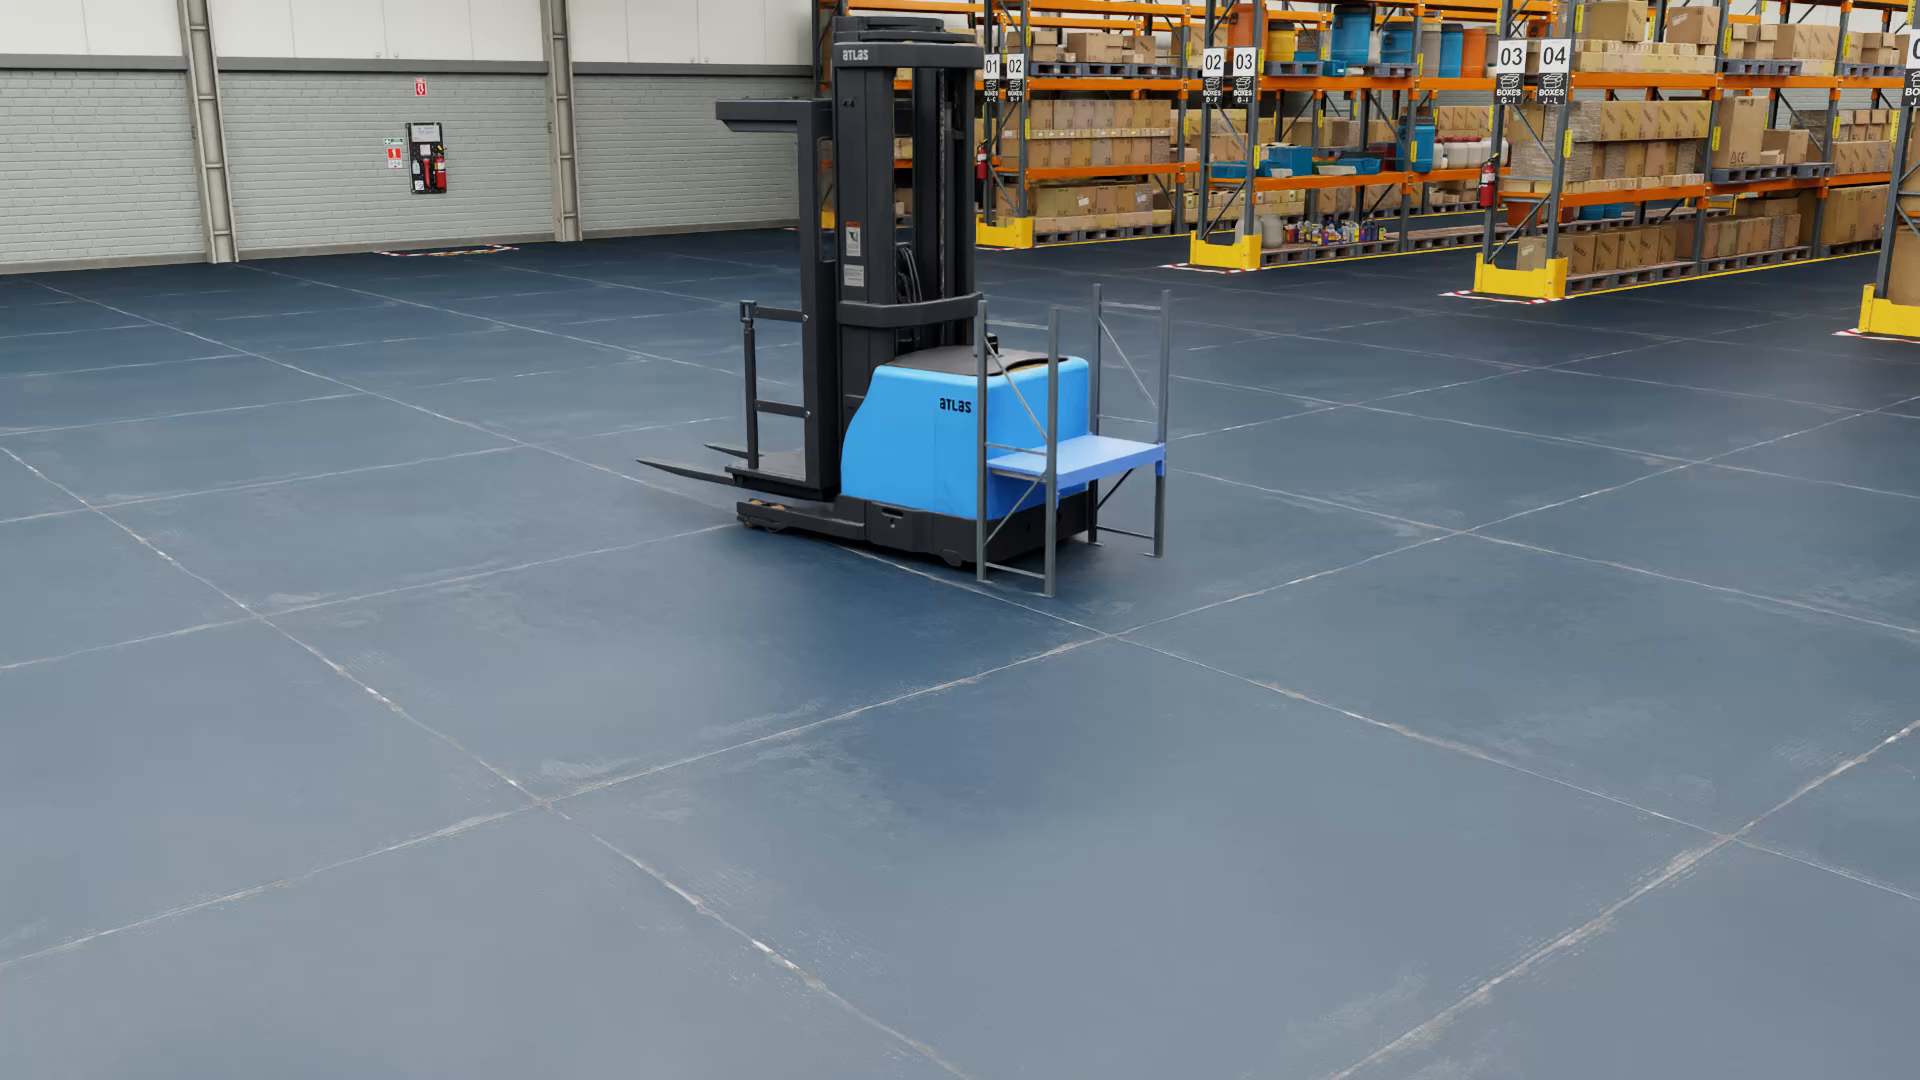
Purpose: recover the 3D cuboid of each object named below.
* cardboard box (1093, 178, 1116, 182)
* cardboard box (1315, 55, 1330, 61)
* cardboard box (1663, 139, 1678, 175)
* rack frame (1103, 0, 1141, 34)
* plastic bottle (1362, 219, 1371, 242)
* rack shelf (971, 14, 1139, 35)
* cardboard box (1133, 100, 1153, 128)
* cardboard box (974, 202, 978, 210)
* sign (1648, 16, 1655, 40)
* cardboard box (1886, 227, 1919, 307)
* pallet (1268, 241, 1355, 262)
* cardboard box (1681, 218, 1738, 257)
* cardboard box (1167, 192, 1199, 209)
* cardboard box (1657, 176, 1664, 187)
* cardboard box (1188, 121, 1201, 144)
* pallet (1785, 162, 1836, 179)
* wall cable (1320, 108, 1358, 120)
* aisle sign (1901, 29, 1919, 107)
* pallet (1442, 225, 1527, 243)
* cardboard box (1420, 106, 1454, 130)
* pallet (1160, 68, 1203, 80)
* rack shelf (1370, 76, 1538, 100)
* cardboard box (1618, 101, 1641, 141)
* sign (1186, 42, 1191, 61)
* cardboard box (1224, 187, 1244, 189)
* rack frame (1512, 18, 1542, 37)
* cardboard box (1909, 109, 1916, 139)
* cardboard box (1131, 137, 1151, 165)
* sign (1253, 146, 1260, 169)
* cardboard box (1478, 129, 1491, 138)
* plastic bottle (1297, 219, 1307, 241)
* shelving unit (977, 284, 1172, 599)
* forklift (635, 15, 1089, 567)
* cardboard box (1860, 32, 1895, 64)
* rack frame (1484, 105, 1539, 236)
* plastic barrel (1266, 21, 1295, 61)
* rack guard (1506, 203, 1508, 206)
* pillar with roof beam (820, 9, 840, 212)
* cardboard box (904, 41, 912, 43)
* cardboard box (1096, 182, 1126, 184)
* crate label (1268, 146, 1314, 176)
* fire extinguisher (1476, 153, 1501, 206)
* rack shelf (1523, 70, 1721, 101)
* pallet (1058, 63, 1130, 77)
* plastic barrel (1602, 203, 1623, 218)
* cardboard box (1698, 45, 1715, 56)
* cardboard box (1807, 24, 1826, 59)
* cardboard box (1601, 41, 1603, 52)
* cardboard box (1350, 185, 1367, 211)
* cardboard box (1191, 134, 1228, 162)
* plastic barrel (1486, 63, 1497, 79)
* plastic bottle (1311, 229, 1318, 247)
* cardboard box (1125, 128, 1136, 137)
[{"bbox_3d":[3.051,-7.789,37.089,0.500,0.500,0.700,-12,19,-39],"label":"cardboard box"},{"bbox_3d":[7.122,-9.531,33.611,0.500,0.500,0.910,-13,19,-39],"label":"cardboard box"},{"bbox_3d":[9.517,-5.396,23.368,0.500,0.500,0.875,-13,19,-39],"label":"cardboard box"},{"bbox_3d":[3.560,-11.815,36.544,0.127,3.000,1.000,-13,19,-39],"label":"rack frame"},{"bbox_3d":[6.605,-5.045,27.106,0.185,0.351,0.144,-14,20,-42],"label":"plastic bottle"},{"bbox_3d":[2.051,-10.935,35.420,4.000,0.370,1.077,-13,19,-39],"label":"rack shelf"},{"bbox_3d":[3.086,-7.788,30.386,0.500,0.500,0.700,-13,20,-39],"label":"cardboard box"},{"bbox_3d":[0.159,-6.986,34.729,0.380,0.166,0.250,13,20,40],"label":"cardboard box"},{"bbox_3d":[9.930,-7.343,23.848,0.005,0.325,0.100,-13,19,-39],"label":"sign"},{"bbox_3d":[10.928,-2.990,18.433,0.875,0.875,0.875,-13,19,-39],"label":"cardboard box"},{"bbox_3d":[5.591,-4.649,26.747,1.213,0.211,1.003,-13,19,-39],"label":"pallet"},{"bbox_3d":[11.147,-4.528,24.879,0.500,0.500,0.700,-13,20,-40],"label":"cardboard box"},{"bbox_3d":[4.273,-6.442,31.482,0.500,0.311,0.500,-13,19,-39],"label":"cardboard box"},{"bbox_3d":[9.515,-4.979,23.064,0.250,0.149,0.380,-13,19,-39],"label":"cardboard box"},{"bbox_3d":[5.259,-9.411,38.361,0.500,0.500,0.500,-12,19,-38],"label":"cardboard box"},{"bbox_3d":[12.847,-5.789,25.983,1.003,0.211,1.213,-13,19,-39],"label":"pallet"},{"bbox_3d":[9.940,-11.163,43.762,1.851,1.984,0.084,-13,19,-39],"label":"wall cable"},{"bbox_3d":[10.209,-4.988,17.573,0.004,0.787,0.394,-13,19,-39],"label":"aisle sign"},{"bbox_3d":[9.454,-5.517,29.994,1.213,0.211,1.003,-13,19,-39],"label":"pallet"},{"bbox_3d":[10.372,-9.187,36.199,0.500,0.500,0.500,-12,19,-38],"label":"cardboard box"},{"bbox_3d":[4.454,-8.784,31.380,1.217,0.209,0.805,-14,20,-42],"label":"pallet"},{"bbox_3d":[8.555,-7.750,28.535,4.000,0.370,1.077,-13,19,-39],"label":"rack shelf"},{"bbox_3d":[8.632,-5.552,22.014,0.500,0.500,0.500,-13,19,-39],"label":"cardboard box"},{"bbox_3d":[4.163,-8.904,30.306,0.005,0.325,0.100,-13,19,-39],"label":"sign"},{"bbox_3d":[5.450,-6.890,33.159,0.500,0.311,0.500,-13,20,-41],"label":"cardboard box"},{"bbox_3d":[12.850,-12.206,38.010,0.127,3.000,1.000,-13,19,-39],"label":"rack frame"},{"bbox_3d":[15.856,-7.124,28.471,0.637,0.503,0.797,-13,20,-41],"label":"cardboard box"},{"bbox_3d":[3.073,-7.156,30.535,0.500,0.500,0.700,-13,20,-40],"label":"cardboard box"},{"bbox_3d":[4.386,-5.658,24.585,0.005,0.325,0.100,-13,19,-39],"label":"sign"},{"bbox_3d":[11.541,-8.970,37.325,0.500,0.500,0.500,-13,20,-40],"label":"cardboard box"},{"bbox_3d":[5.561,-5.051,27.129,0.185,0.351,0.144,-12,19,-37],"label":"plastic bottle"},{"bbox_3d":[0.617,-0.563,8.953,0.538,1.500,1.048,12,19,38],"label":"shelving unit"},{"bbox_3d":[-0.722,-1.554,9.886,3.031,2.935,1.130,11,19,36],"label":"forklift"},{"bbox_3d":[14.842,-8.076,27.344,0.637,0.503,0.797,-13,20,-40],"label":"cardboard box"},{"bbox_3d":[10.064,-6.988,30.098,0.127,3.000,1.000,-13,19,-39],"label":"rack frame"},{"bbox_3d":[4.805,-7.593,25.374,0.600,0.588,0.600,0,15,0],"label":"plastic barrel"},{"bbox_3d":[12.792,-8.087,39.058,0.348,0.500,1.175,-13,19,-39],"label":"rack guard"},{"bbox_3d":[0.311,-9.908,29.407,0.400,9.000,9.100,-13,19,-39],"label":"pillar with roof beam"},{"bbox_3d":[-1.234,-9.733,32.395,0.500,0.500,0.500,-12,19,-38],"label":"cardboard box"},{"bbox_3d":[2.870,-6.408,30.988,0.500,0.500,0.500,-13,19,-39],"label":"cardboard box"},{"bbox_3d":[5.239,-6.014,26.384,0.616,0.435,0.502,-13,19,-39],"label":"crate label"},{"bbox_3d":[6.891,-4.701,21.687,0.183,0.674,0.296,-13,19,-39],"label":"fire extinguisher"},{"bbox_3d":[8.789,-6.109,22.388,4.000,0.370,1.077,-13,19,-39],"label":"rack shelf"},{"bbox_3d":[2.251,-8.326,29.468,1.213,0.211,1.003,-13,19,-39],"label":"pallet"},{"bbox_3d":[12.659,-6.766,32.518,0.708,0.901,0.600,-13,19,-39],"label":"plastic barrel"},{"bbox_3d":[10.242,-6.804,23.115,0.250,0.149,0.380,-12,19,-38],"label":"cardboard box"},{"bbox_3d":[12.739,-7.544,25.205,0.500,0.500,0.500,-13,20,-39],"label":"cardboard box"},{"bbox_3d":[8.008,-6.331,21.345,0.250,0.149,0.380,-13,20,-40],"label":"cardboard box"},{"bbox_3d":[8.119,-7.153,34.707,0.500,0.500,0.500,-13,20,-40],"label":"cardboard box"},{"bbox_3d":[4.785,-7.539,31.970,0.500,0.500,0.500,-11,18,-35],"label":"cardboard box"},{"bbox_3d":[9.257,-8.109,28.752,0.301,0.262,0.301,0,15,0],"label":"plastic barrel"},{"bbox_3d":[5.601,-4.773,26.242,0.097,0.271,0.097,0,15,0],"label":"plastic bottle"},{"bbox_3d":[2.964,-7.377,30.104,0.250,0.149,0.380,-13,20,-40],"label":"cardboard box"}]
